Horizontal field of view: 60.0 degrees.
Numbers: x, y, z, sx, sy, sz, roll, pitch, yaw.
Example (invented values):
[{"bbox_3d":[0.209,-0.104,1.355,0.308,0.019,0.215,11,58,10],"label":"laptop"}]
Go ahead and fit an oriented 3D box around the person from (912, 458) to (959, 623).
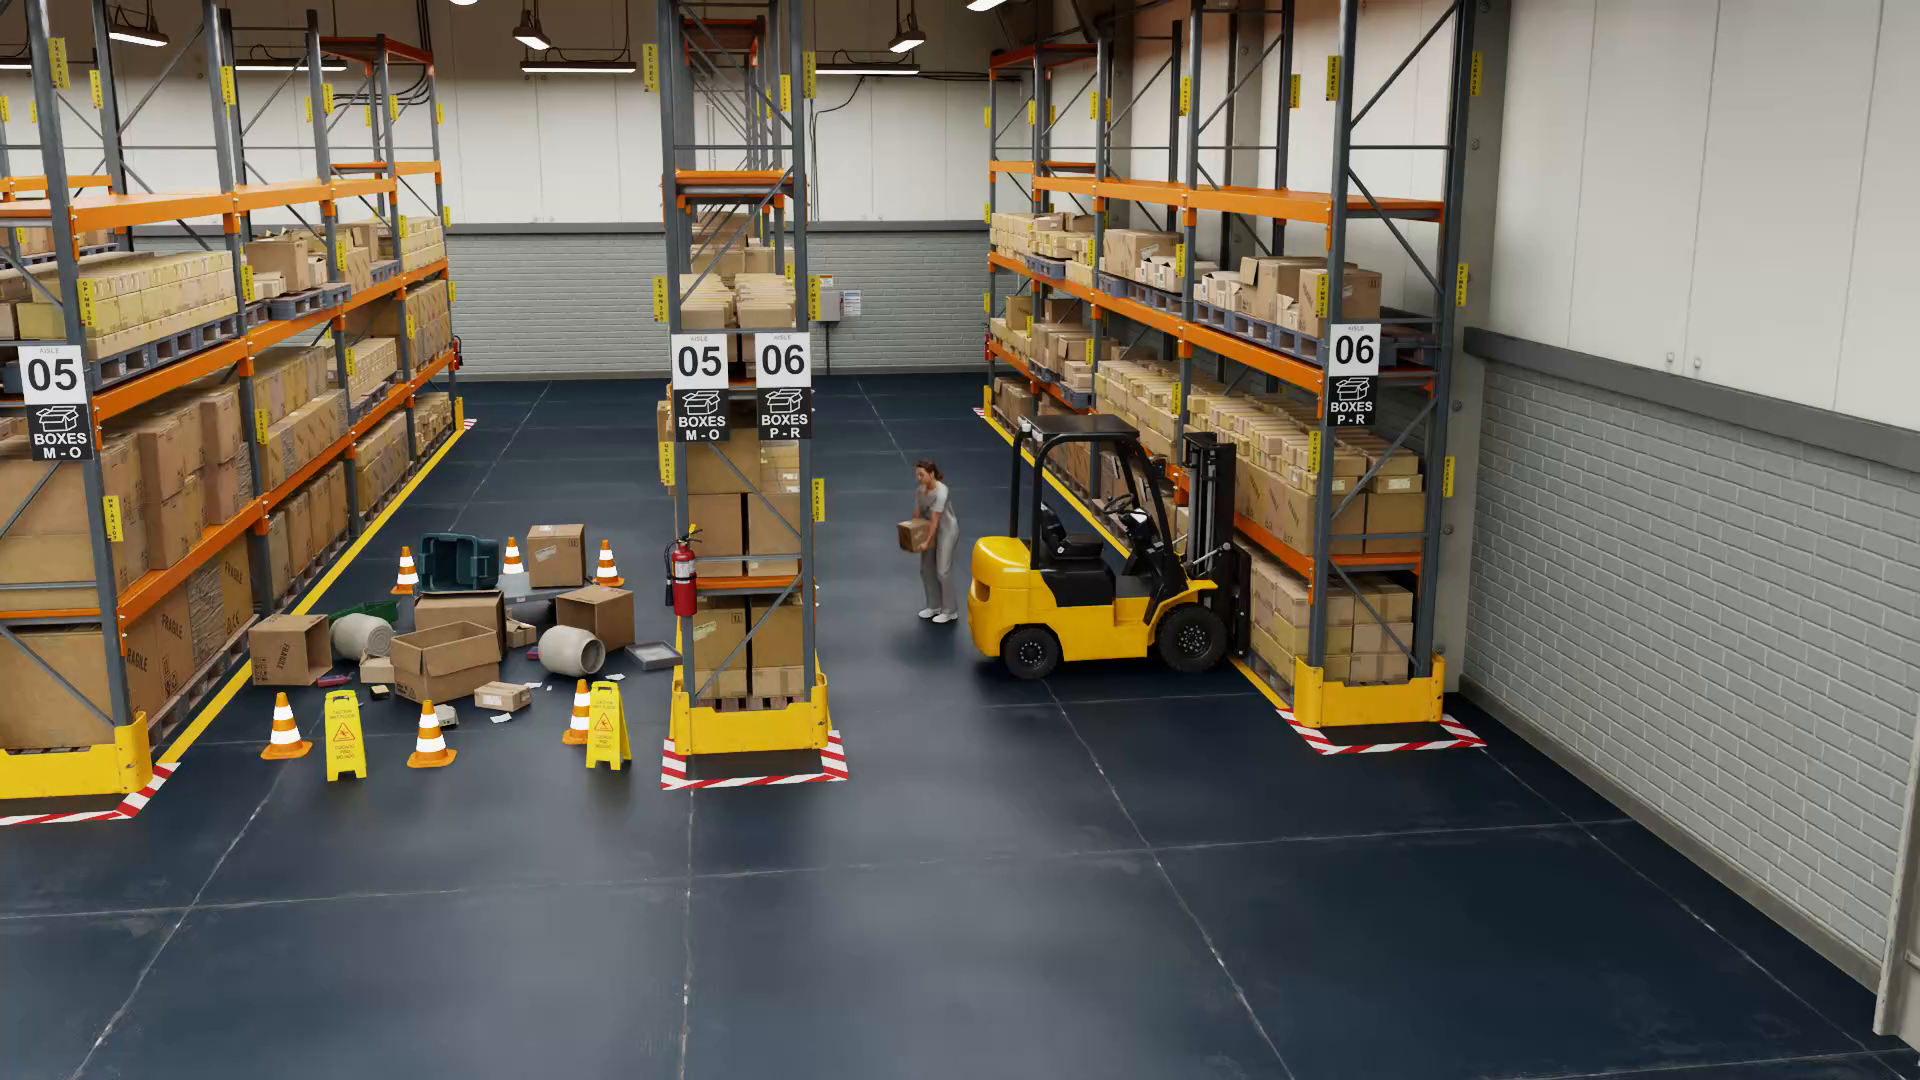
[{"bbox_3d":[-0.268,-0.007,16.132,0.545,1.630,0.417,-10,17,-38],"label":"person"}]
